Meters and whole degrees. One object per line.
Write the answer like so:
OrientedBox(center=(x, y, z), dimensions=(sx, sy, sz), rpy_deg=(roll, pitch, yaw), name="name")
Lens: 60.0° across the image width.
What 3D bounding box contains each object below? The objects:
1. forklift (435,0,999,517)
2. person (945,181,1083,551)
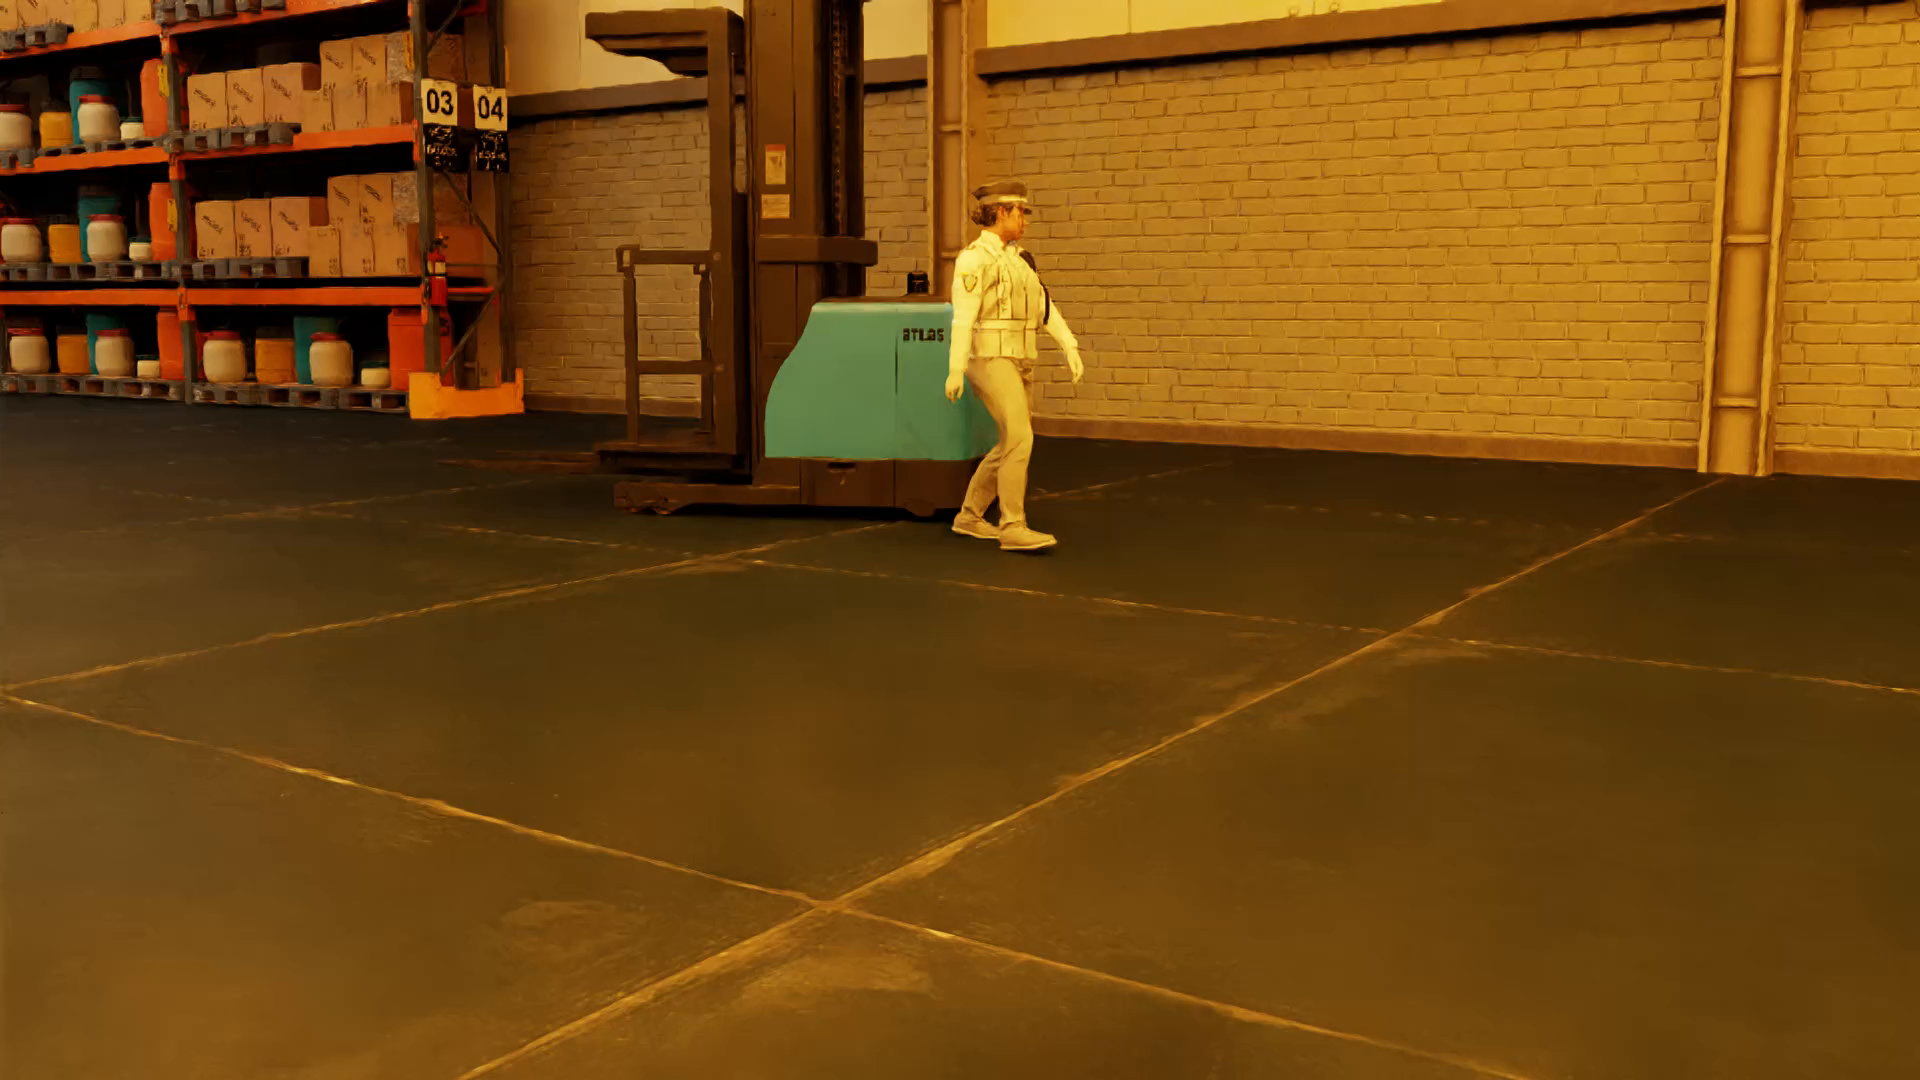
OrientedBox(center=(-1.299, -1.650, 8.797), dimensions=(3.031, 2.935, 1.130), rpy_deg=(2, 8, 14), name="forklift")
OrientedBox(center=(0.202, -0.769, 7.359), dimensions=(0.712, 1.613, 0.600), rpy_deg=(5, 10, 32), name="person")
